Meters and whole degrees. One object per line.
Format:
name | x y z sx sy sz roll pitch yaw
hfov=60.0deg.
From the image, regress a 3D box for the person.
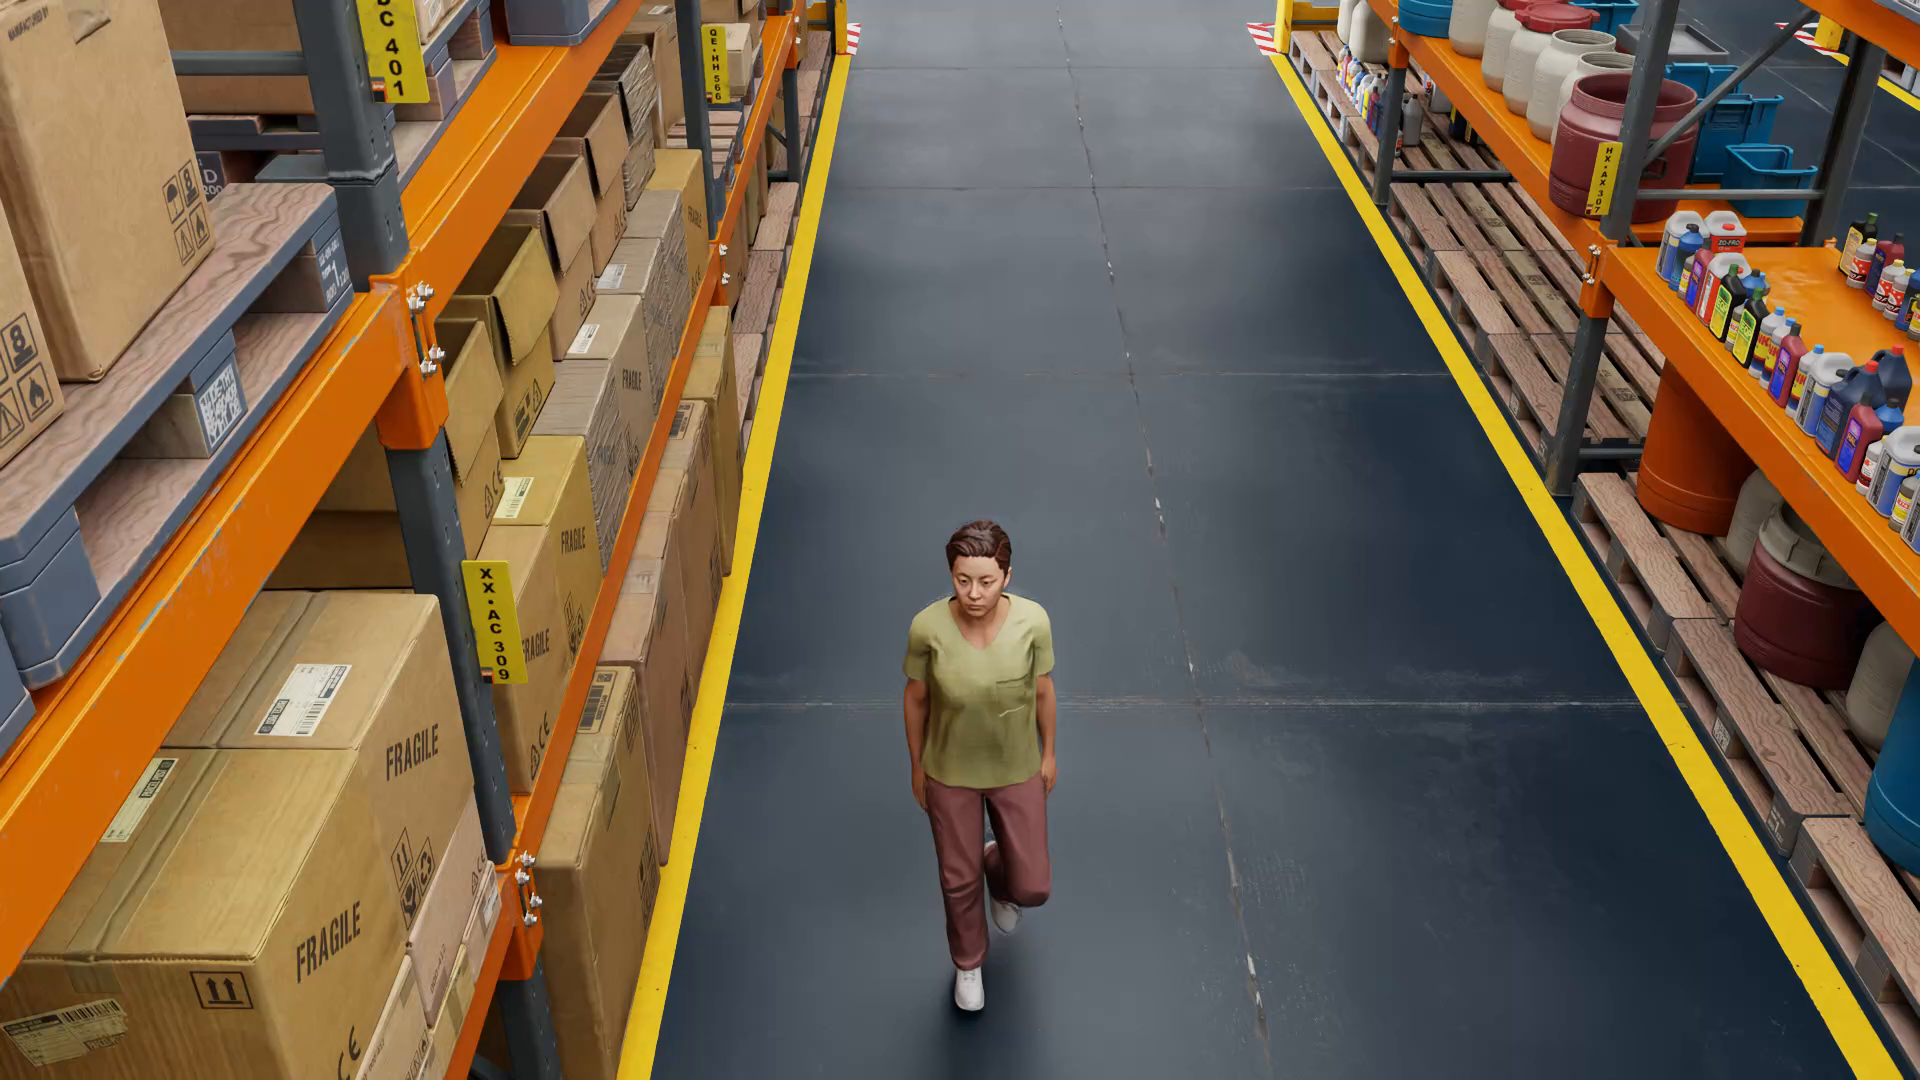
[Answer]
person | 0.064 0.668 5.006 0.466 1.663 0.504 0 32 0
